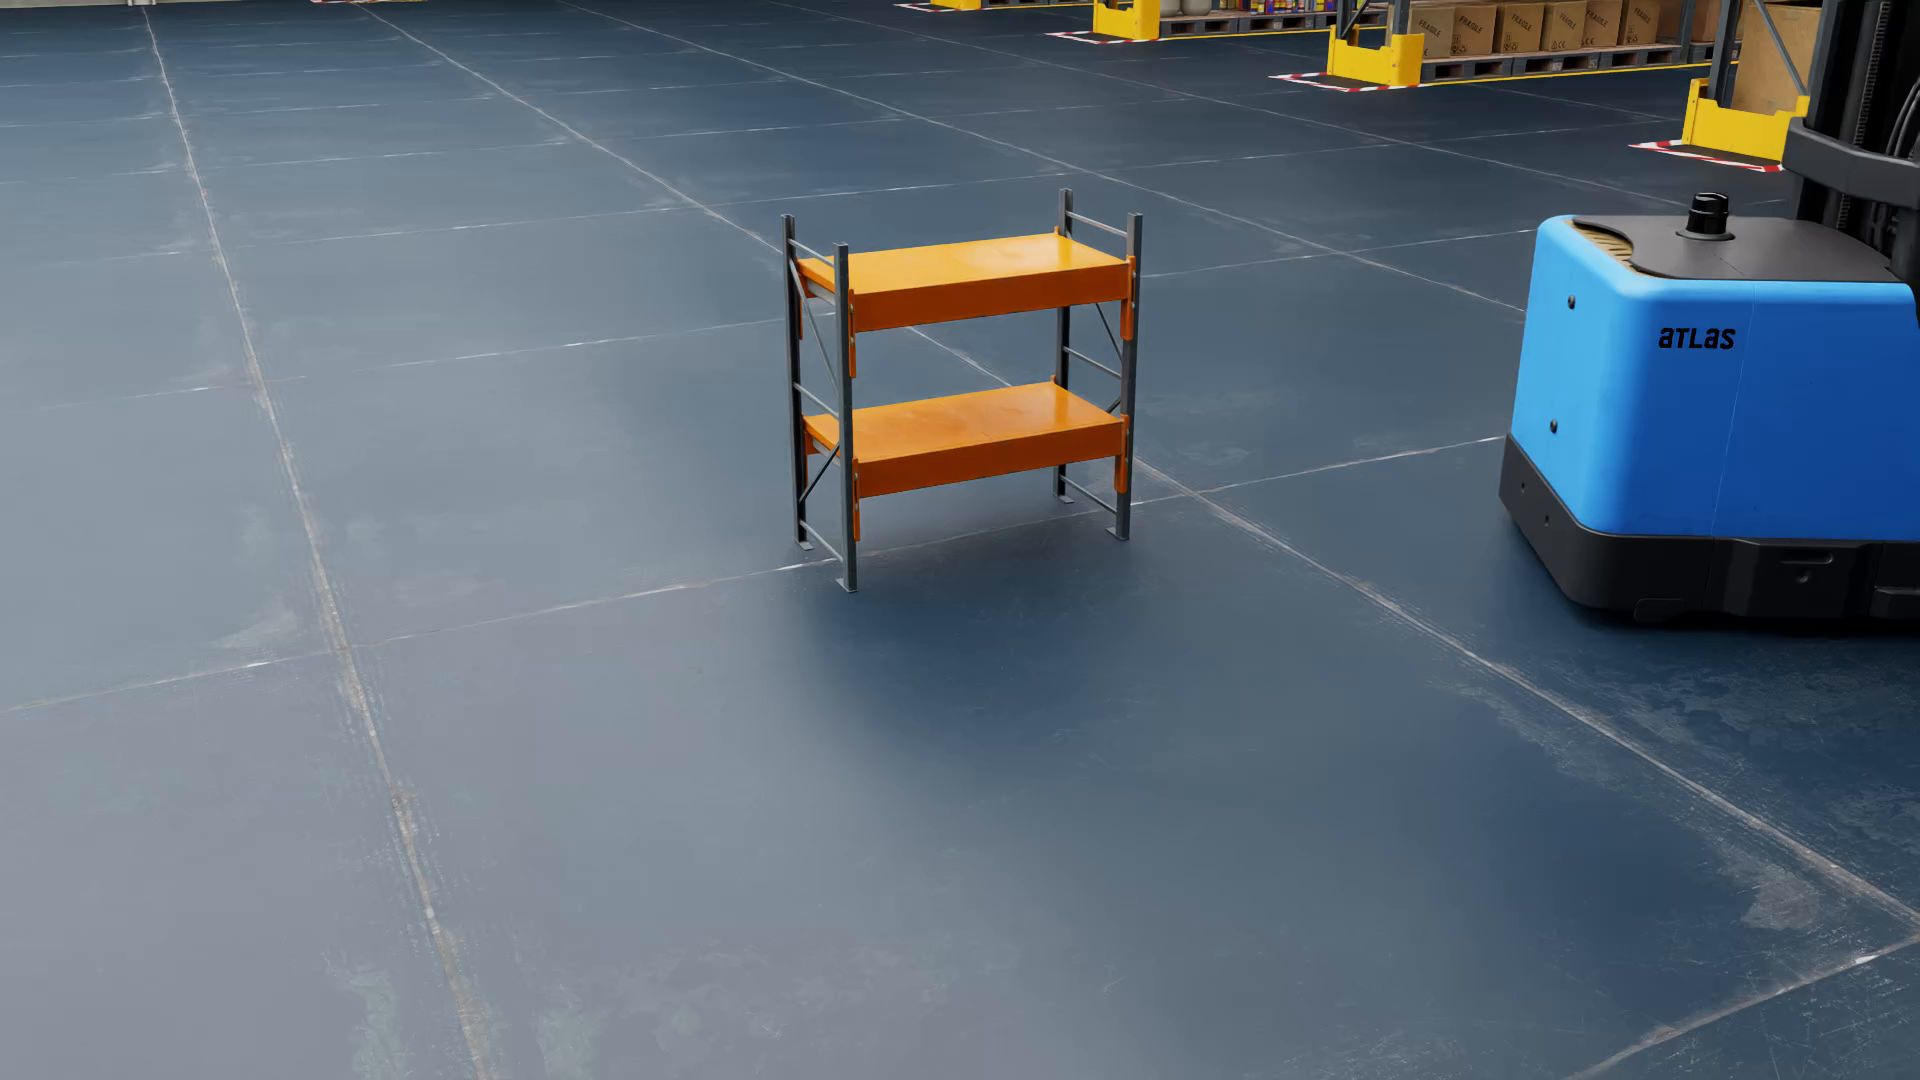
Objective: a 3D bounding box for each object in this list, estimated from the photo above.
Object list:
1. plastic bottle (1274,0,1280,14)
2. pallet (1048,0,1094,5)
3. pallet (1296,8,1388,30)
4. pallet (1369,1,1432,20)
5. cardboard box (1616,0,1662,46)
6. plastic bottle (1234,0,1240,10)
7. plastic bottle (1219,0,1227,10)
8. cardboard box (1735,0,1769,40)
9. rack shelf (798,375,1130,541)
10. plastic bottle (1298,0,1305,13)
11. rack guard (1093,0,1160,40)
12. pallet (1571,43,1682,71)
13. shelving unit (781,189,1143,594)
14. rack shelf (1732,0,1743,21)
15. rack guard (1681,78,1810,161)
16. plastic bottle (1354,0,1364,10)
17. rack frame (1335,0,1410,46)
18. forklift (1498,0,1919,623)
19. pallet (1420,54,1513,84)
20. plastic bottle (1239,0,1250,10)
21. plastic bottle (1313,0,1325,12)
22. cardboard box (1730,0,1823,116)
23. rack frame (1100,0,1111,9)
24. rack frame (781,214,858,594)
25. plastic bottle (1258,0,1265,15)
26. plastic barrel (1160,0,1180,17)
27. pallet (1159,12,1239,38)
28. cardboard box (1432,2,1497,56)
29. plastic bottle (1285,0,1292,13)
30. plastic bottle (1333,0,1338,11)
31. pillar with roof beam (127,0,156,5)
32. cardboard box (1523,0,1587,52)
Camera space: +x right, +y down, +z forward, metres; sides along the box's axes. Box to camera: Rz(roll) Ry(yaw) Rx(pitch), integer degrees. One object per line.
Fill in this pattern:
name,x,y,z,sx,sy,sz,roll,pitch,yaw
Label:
plastic bottle,4.174,-7.097,21.966,0.097,0.271,0.097,0,22,0
pallet,1.720,-8.666,26.409,1.213,0.211,1.003,-10,25,-24
pallet,5.077,-7.183,22.826,1.213,0.211,1.003,-10,25,-24
pallet,6.391,-7.423,23.407,1.213,0.211,1.003,-10,25,-24
cardboard box,7.471,-5.848,18.674,0.500,0.500,0.500,-11,25,-25
plastic bottle,3.800,-7.337,22.540,0.135,0.276,0.152,-10,25,-23
plastic bottle,3.561,-7.271,22.476,0.097,0.201,0.097,0,22,0
cardboard box,8.849,-6.076,19.201,0.500,0.500,0.700,-11,25,-24
rack shelf,0.006,-0.295,5.631,1.000,0.278,0.538,-10,25,-24
plastic bottle,4.539,-7.132,22.142,0.097,0.201,0.097,0,22,0
rack guard,2.144,-6.778,21.472,0.348,0.500,1.175,-10,25,-24
pallet,7.259,-5.449,18.638,1.213,0.211,1.003,-10,25,-24
shelving unit,0.006,-0.521,5.538,1.048,1.125,0.538,-10,25,-24
rack shelf,8.107,-4.471,13.569,4.000,0.370,1.077,-10,25,-24
rack guard,6.283,-3.313,13.099,0.348,0.500,1.175,-10,25,-24
plastic bottle,5.410,-7.323,22.495,0.133,0.283,0.061,-9,24,-21
rack frame,4.244,-6.198,16.800,0.127,3.000,1.000,-10,25,-24
forklift,3.410,-1.246,4.929,3.031,2.935,1.130,1,23,3
pallet,5.060,-5.044,17.660,1.213,0.211,1.003,-10,25,-24
plastic bottle,3.847,-7.304,22.450,0.133,0.283,0.061,-10,25,-24
plastic bottle,4.781,-7.256,22.245,0.185,0.351,0.144,-11,25,-24
cardboard box,6.887,-3.819,13.283,0.875,0.875,0.875,-10,25,-23
rack frame,2.096,-7.904,20.924,0.127,3.000,1.000,-10,25,-24
rack frame,-0.452,-0.437,5.334,0.032,1.125,0.500,-10,25,-24
plastic bottle,3.958,-7.025,21.883,0.097,0.201,0.097,0,22,0
plastic barrel,2.656,-7.085,21.647,0.421,0.512,0.421,0,22,0
pallet,2.879,-6.778,21.848,1.213,0.211,1.003,-10,25,-24
cardboard box,5.338,-5.445,17.702,0.500,0.500,0.500,-4,23,-10
plastic bottle,4.353,-7.098,22.059,0.097,0.201,0.097,0,22,0
plastic bottle,5.072,-7.309,22.374,0.185,0.351,0.144,-12,25,-26
pillar with roof beam,-10.890,-11.031,20.632,0.400,9.000,9.100,-10,25,-24
cardboard box,6.433,-5.620,18.124,0.500,0.500,0.500,-13,26,-28
